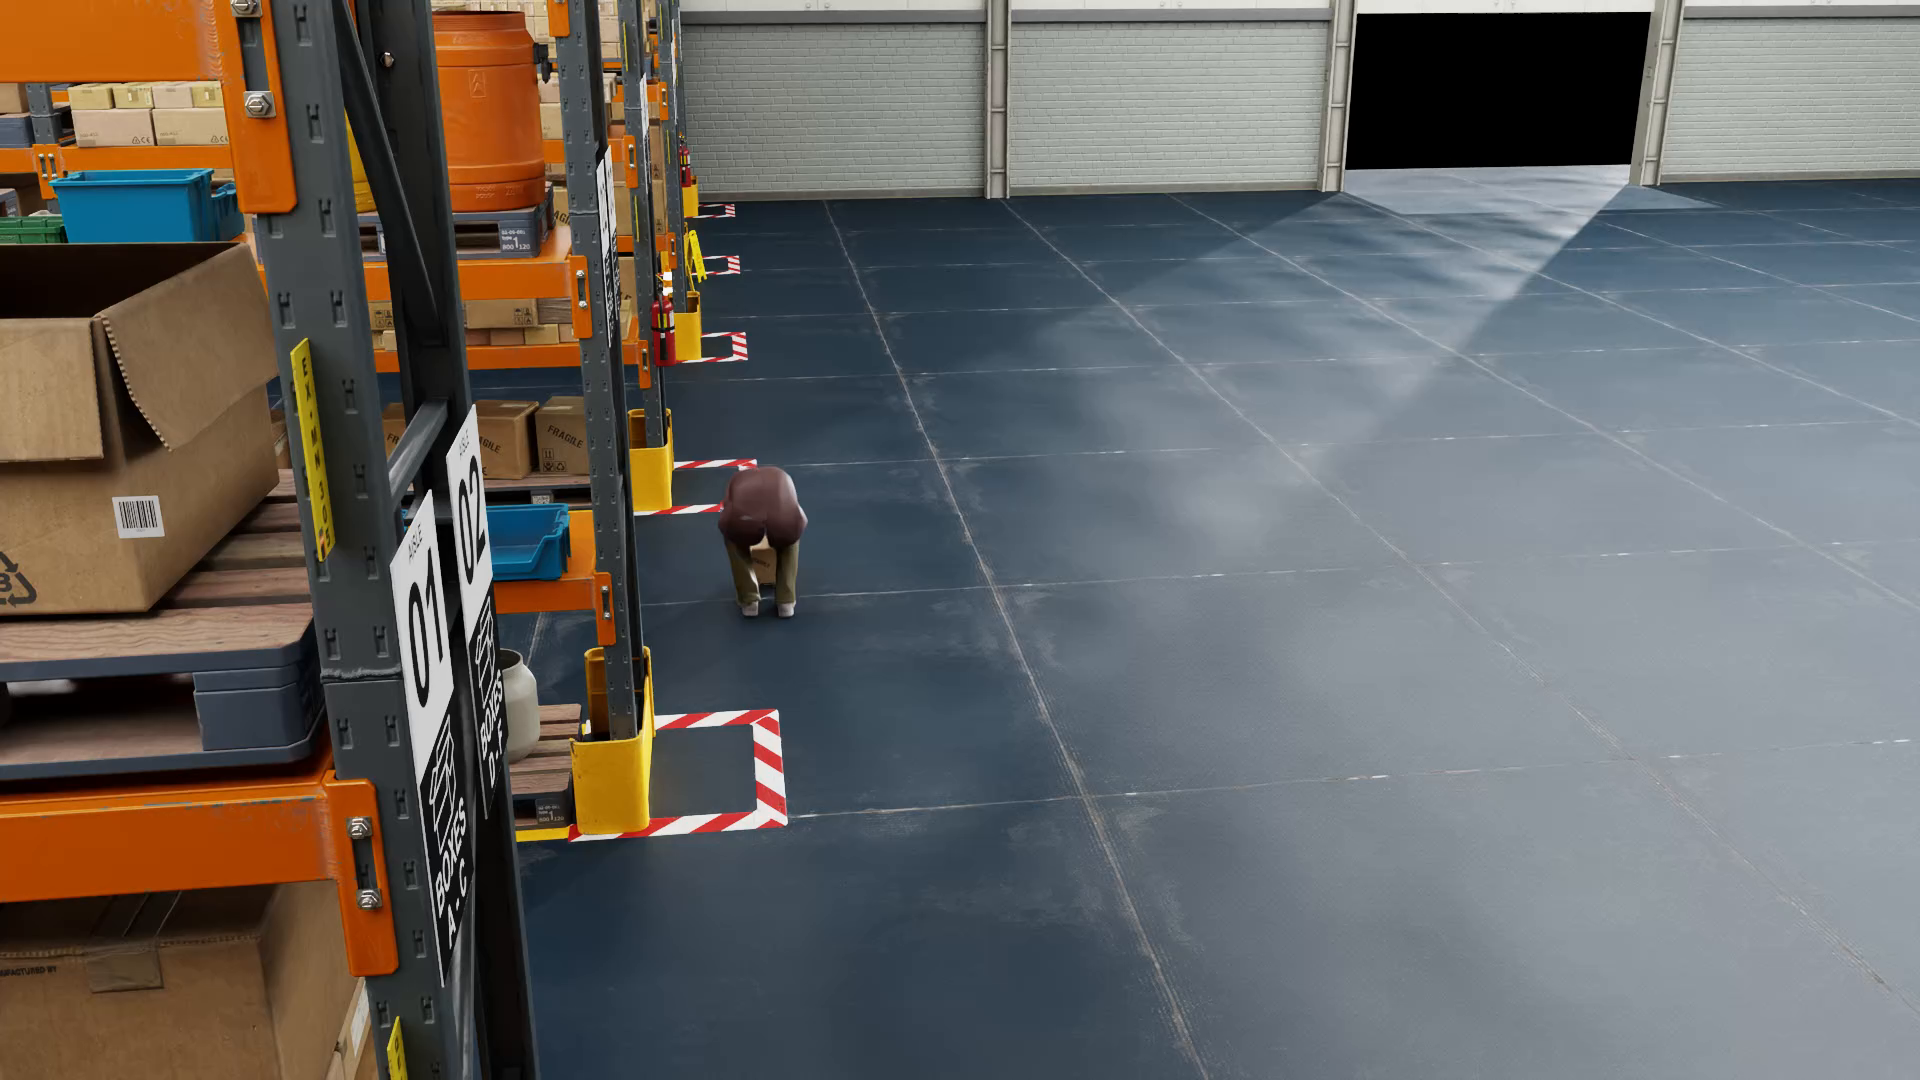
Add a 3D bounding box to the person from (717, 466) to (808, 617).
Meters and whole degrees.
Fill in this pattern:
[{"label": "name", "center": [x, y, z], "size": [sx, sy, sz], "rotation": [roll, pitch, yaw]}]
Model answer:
[{"label": "person", "center": [-1.302, -0.055, 10.922], "size": [0.585, 0.981, 0.942], "rotation": [-4, 20, -10]}]
